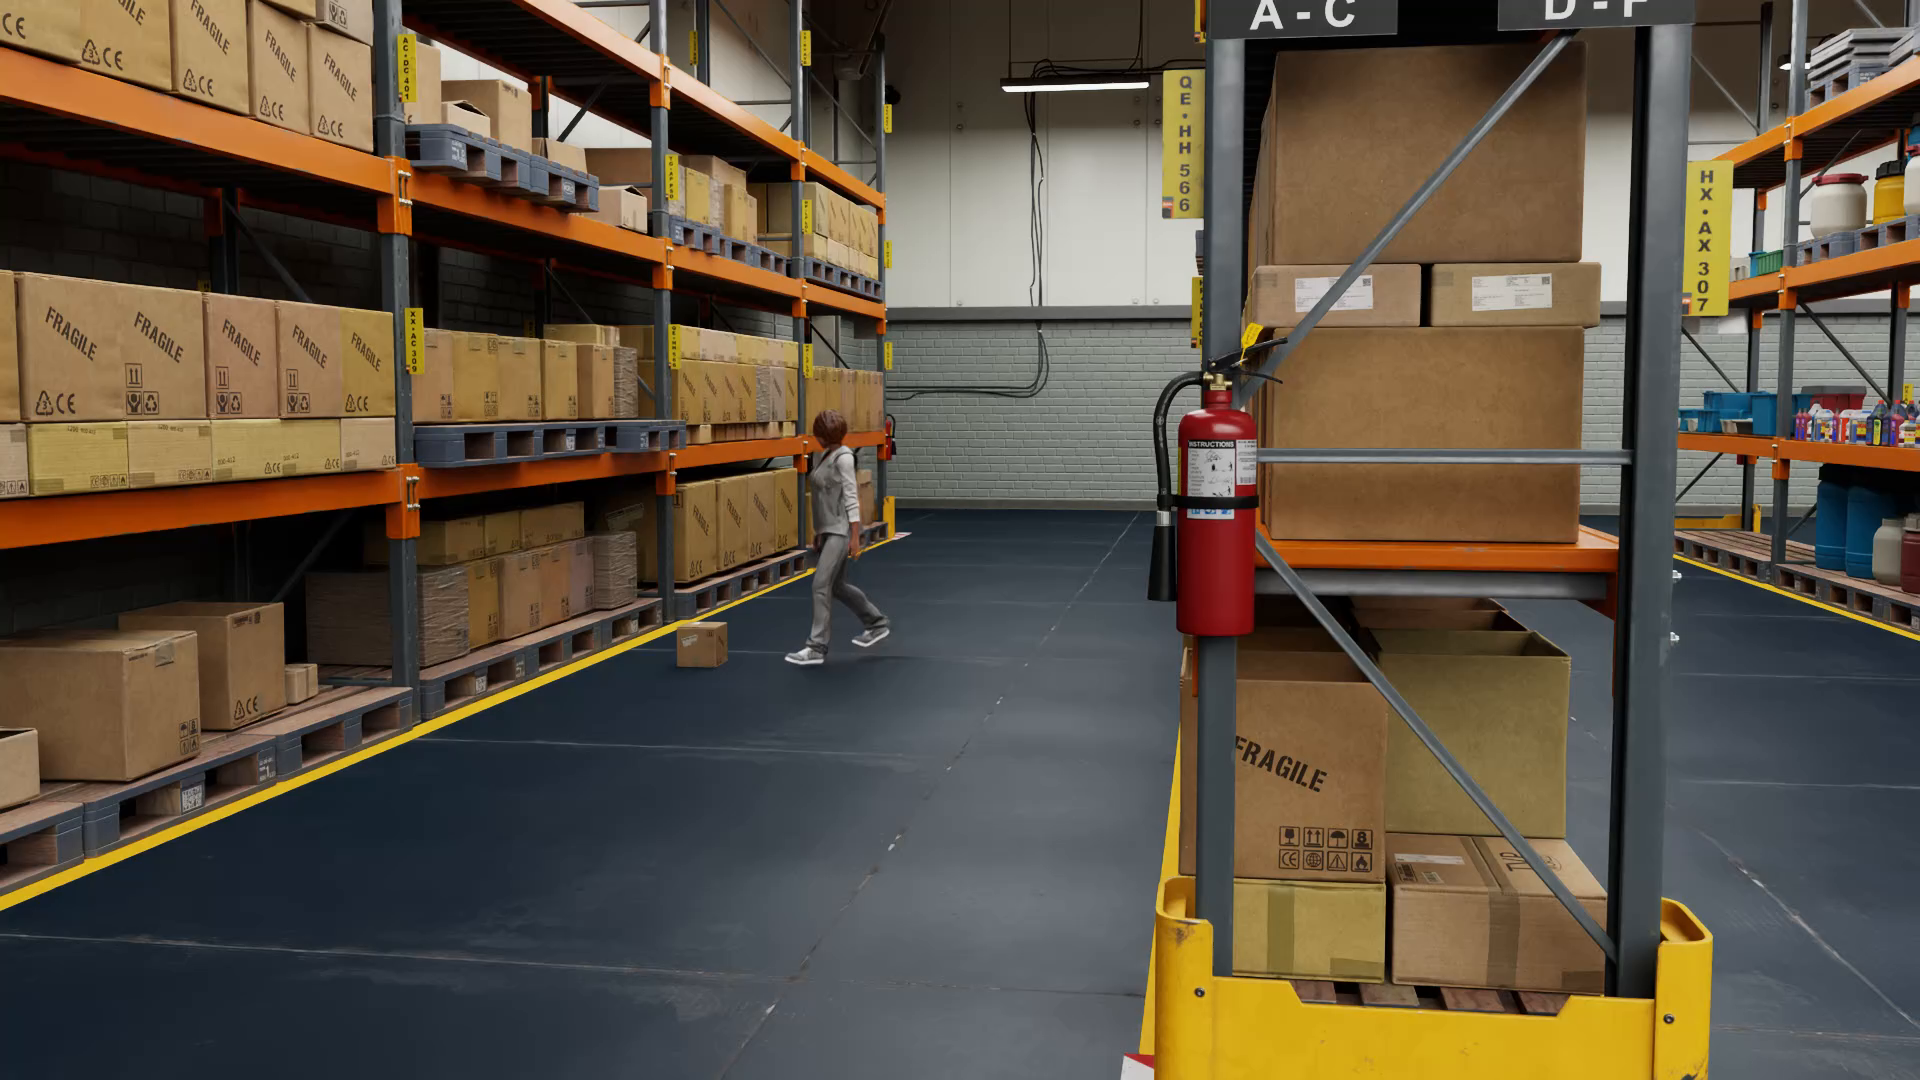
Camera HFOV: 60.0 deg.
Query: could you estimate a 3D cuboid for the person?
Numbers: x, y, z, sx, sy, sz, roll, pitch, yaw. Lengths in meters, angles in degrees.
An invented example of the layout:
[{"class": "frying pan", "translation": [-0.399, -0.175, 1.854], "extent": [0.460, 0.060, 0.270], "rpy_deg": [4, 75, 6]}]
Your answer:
[{"class": "person", "translation": [-0.768, -0.029, 10.423], "extent": [0.791, 1.557, 0.441], "rpy_deg": [-2, 5, -23]}]
